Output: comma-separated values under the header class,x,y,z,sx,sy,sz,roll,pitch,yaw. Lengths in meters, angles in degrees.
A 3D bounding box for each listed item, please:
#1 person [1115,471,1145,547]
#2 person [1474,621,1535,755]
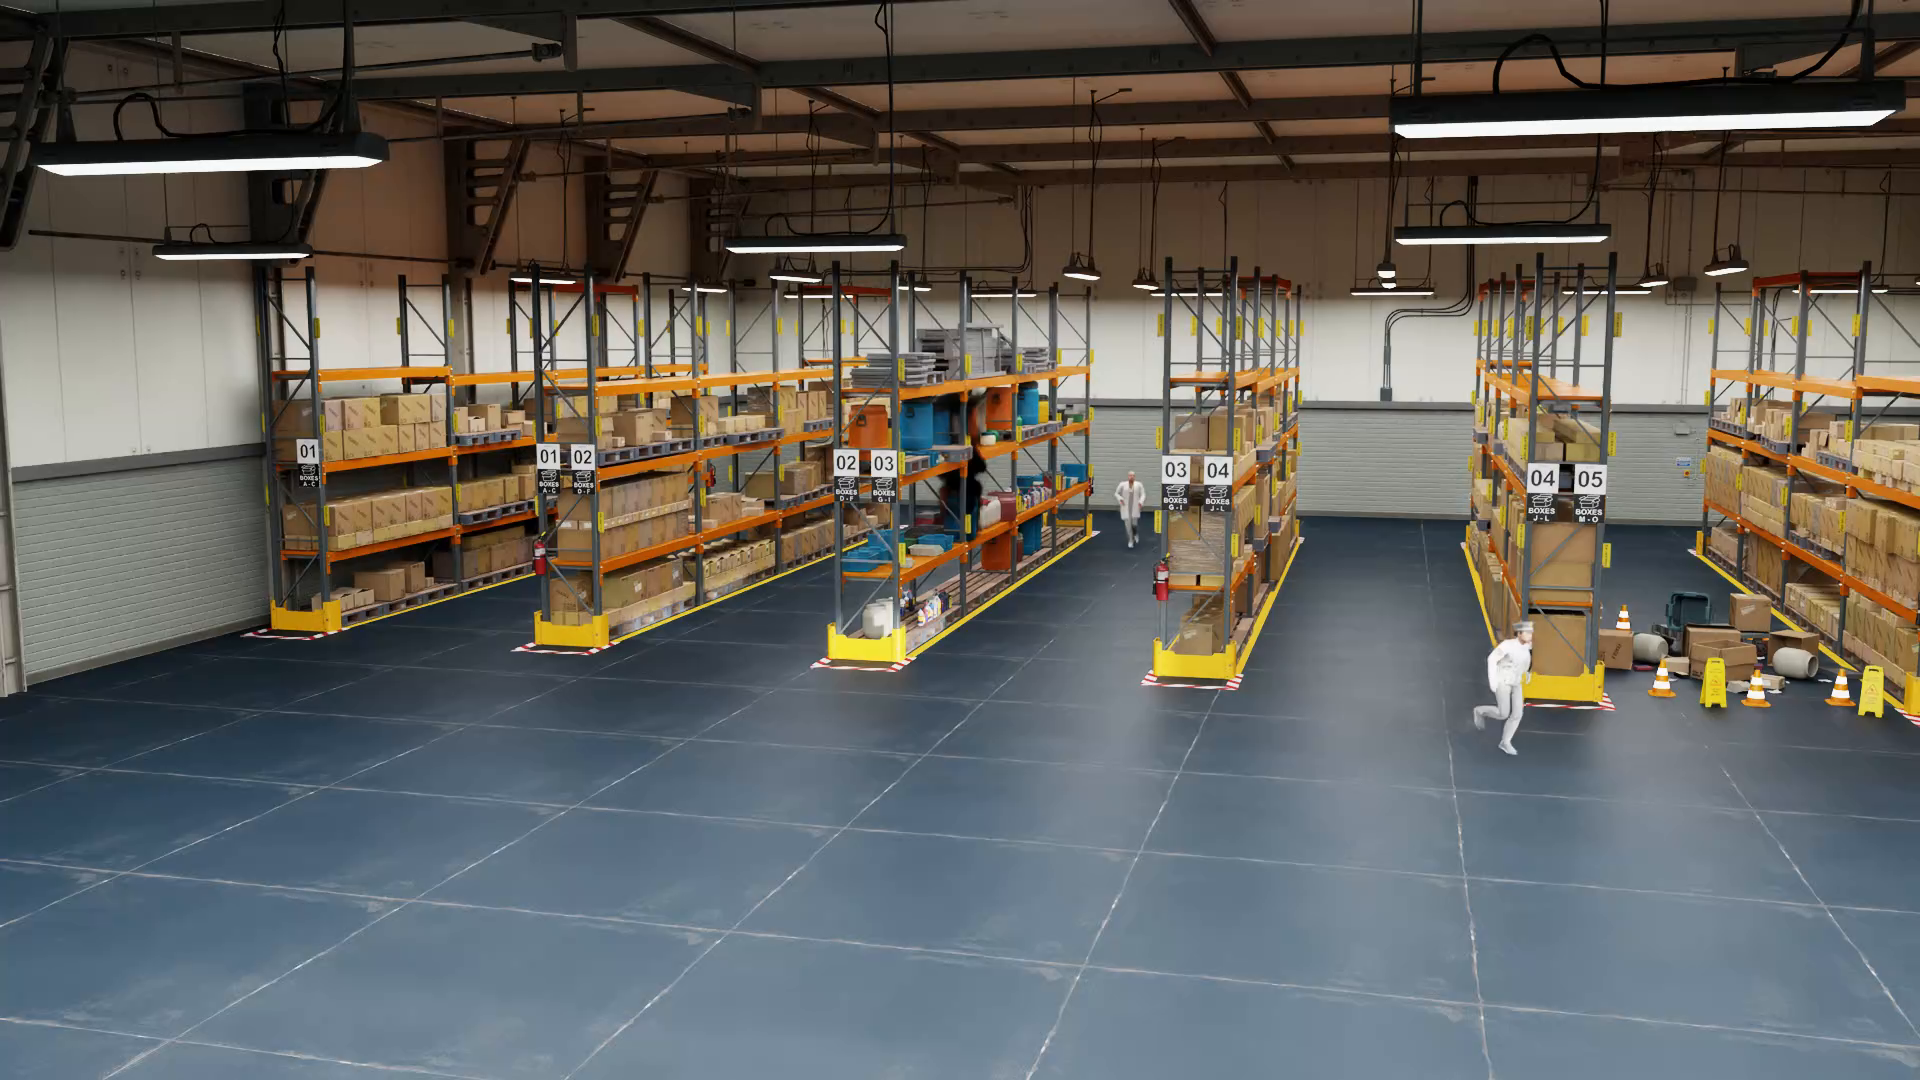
class,x,y,z,sx,sy,sz,roll,pitch,yaw
person,3.914,-0.713,38.308,0.699,1.747,0.678,1,7,4
person,6.504,1.718,19.877,0.615,1.627,0.803,-5,9,-33
